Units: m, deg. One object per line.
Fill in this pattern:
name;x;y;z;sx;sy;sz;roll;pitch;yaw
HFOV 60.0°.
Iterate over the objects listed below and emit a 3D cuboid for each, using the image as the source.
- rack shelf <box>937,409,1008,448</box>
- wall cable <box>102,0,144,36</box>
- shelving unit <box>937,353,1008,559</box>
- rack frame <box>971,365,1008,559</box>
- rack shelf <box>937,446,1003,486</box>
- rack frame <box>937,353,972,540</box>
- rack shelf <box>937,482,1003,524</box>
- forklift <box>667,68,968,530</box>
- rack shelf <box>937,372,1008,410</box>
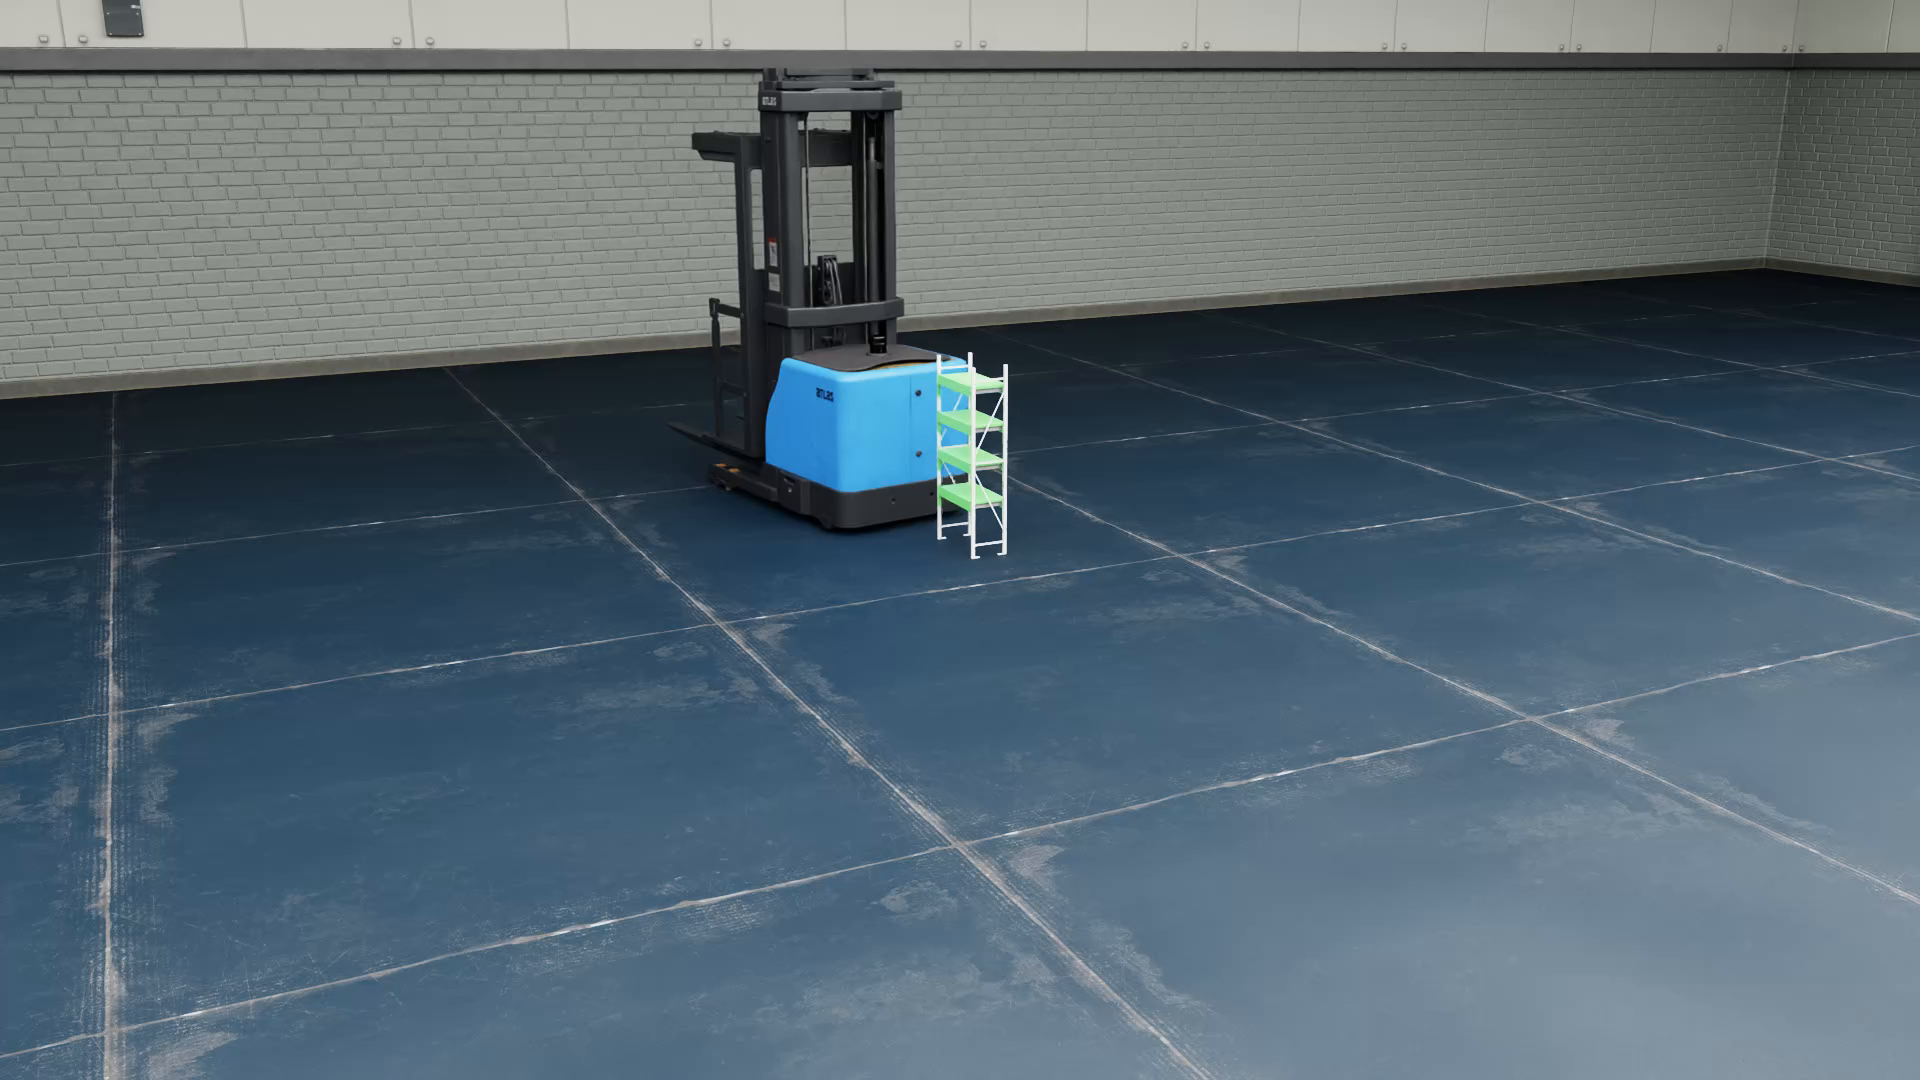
rack shelf;0.073;-0.705;10.394;0.258;0.148;0.480;-8;18;-25
wall cable;-6.591;-7.532;14.519;2.305;6.003;0.169;-8;18;-25
shelving unit;0.073;-0.536;10.442;0.258;1.200;0.503;-8;18;-25
rack frame;0.179;-0.475;10.231;0.240;1.200;0.015;-8;18;-25
rack shelf;0.073;-0.474;10.460;0.258;0.148;0.480;-8;18;-25
rack frame;-0.034;-0.596;10.653;0.240;1.200;0.015;-8;18;-25
rack shelf;0.073;-0.244;10.526;0.258;0.148;0.480;-8;18;-25
forklift;-1.181;-1.827;11.805;1.130;2.935;3.031;-11;19;-33
rack shelf;0.073;-0.936;10.327;0.258;0.148;0.480;-8;18;-25
